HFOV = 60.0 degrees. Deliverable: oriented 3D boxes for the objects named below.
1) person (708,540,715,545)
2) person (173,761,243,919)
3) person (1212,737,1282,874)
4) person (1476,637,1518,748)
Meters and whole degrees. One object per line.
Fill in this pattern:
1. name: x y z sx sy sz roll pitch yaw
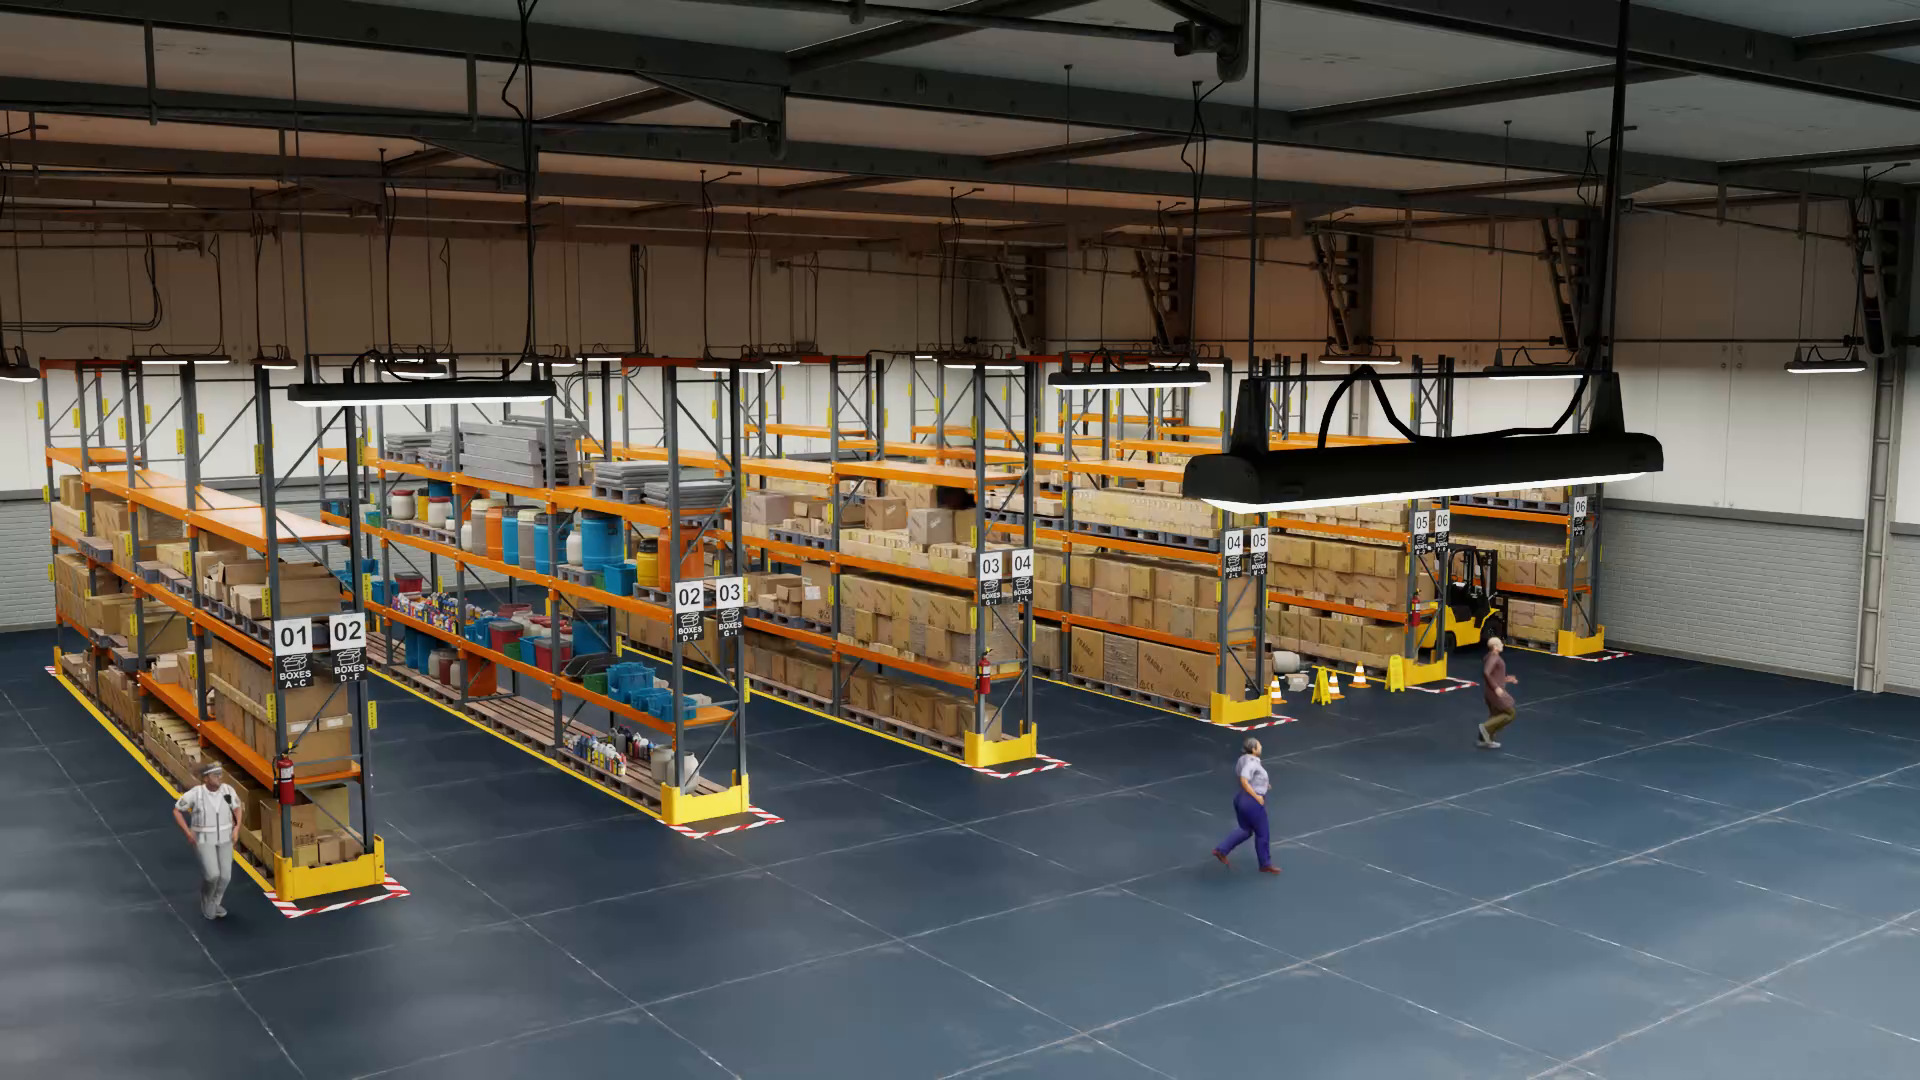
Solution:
1. person: -5.882 0.820 39.100 0.624 1.653 0.835 -1 7 -7
2. person: -8.167 3.284 18.211 0.684 1.748 0.586 -7 10 -44
3. person: 3.432 3.148 19.740 0.837 1.649 0.617 -1 7 -9
4. person: 8.358 2.374 25.810 0.620 1.737 0.702 1 7 6
